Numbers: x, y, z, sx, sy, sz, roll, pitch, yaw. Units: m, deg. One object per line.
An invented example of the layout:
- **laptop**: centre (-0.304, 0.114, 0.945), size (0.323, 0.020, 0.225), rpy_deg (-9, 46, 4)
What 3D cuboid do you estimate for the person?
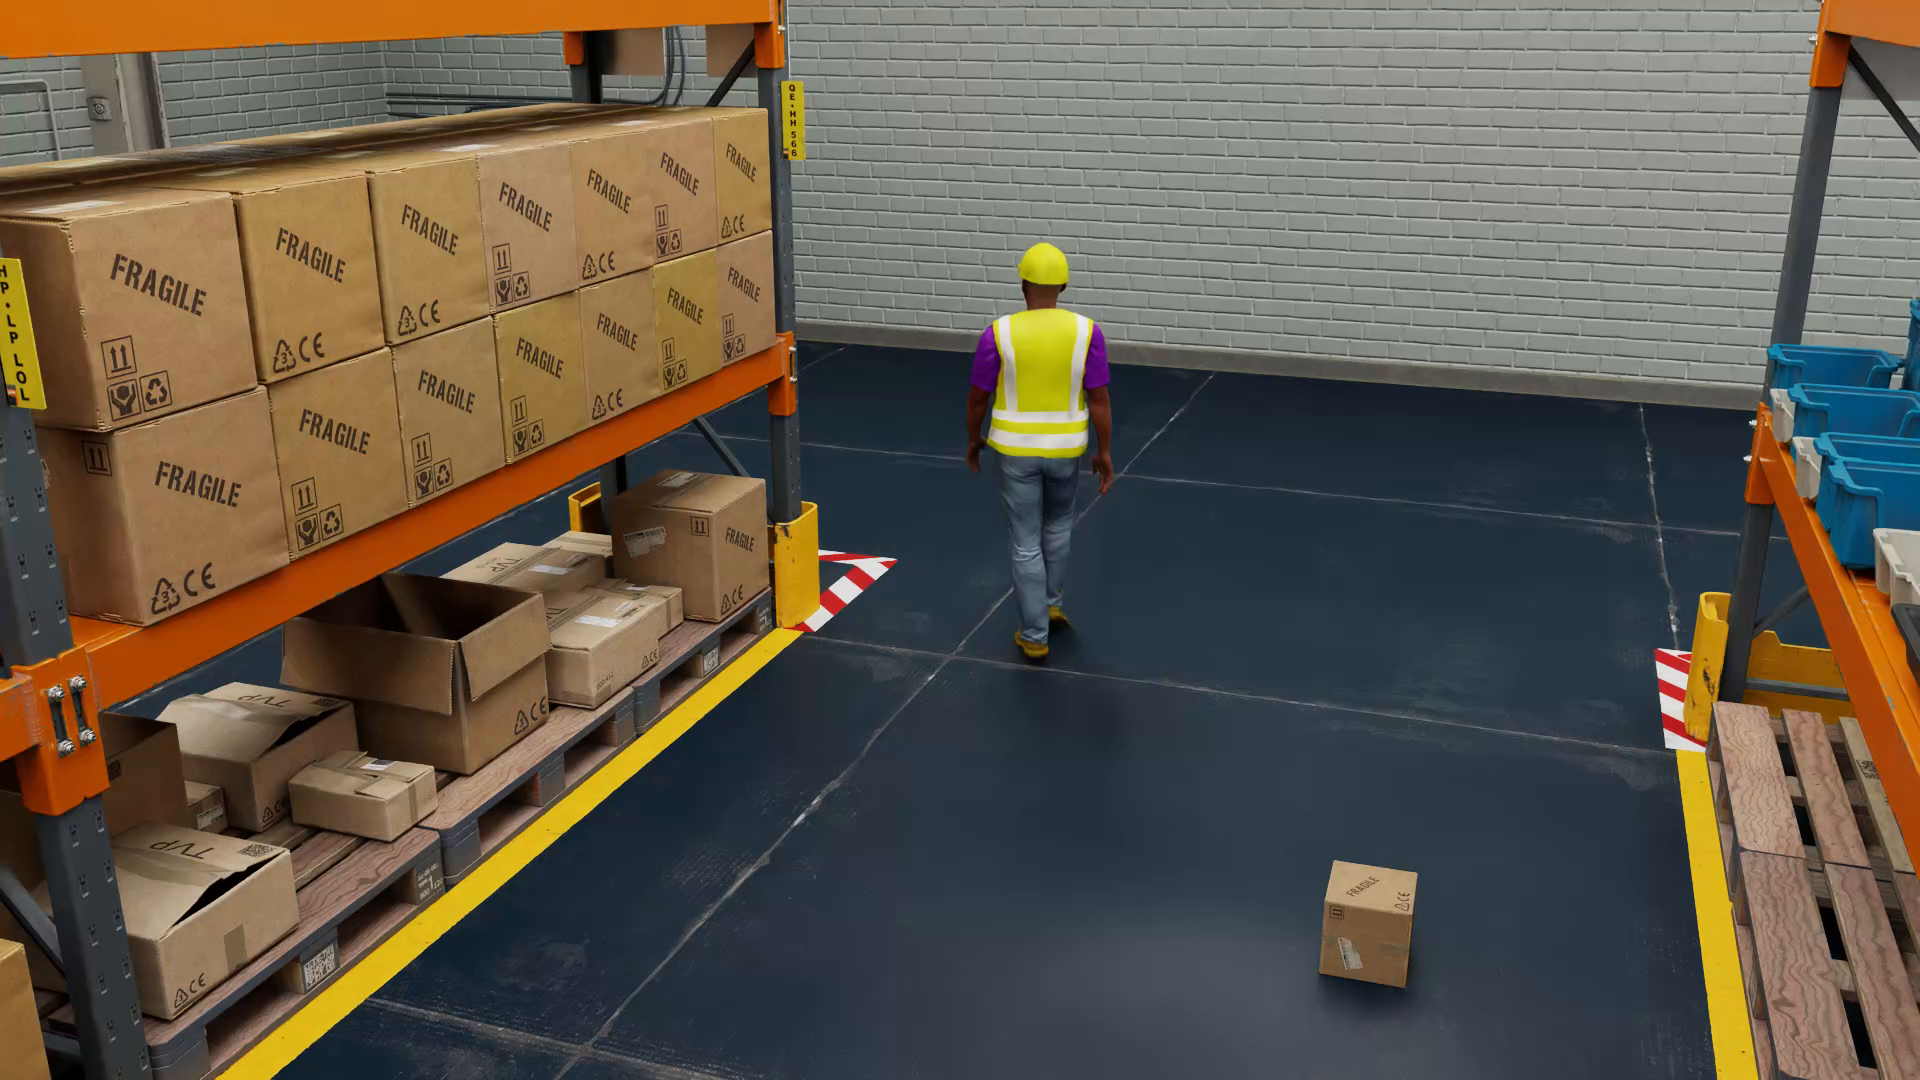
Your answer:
- **person**: centre (0.328, -0.376, 7.171), size (0.609, 1.818, 0.646), rpy_deg (-3, 19, -8)
